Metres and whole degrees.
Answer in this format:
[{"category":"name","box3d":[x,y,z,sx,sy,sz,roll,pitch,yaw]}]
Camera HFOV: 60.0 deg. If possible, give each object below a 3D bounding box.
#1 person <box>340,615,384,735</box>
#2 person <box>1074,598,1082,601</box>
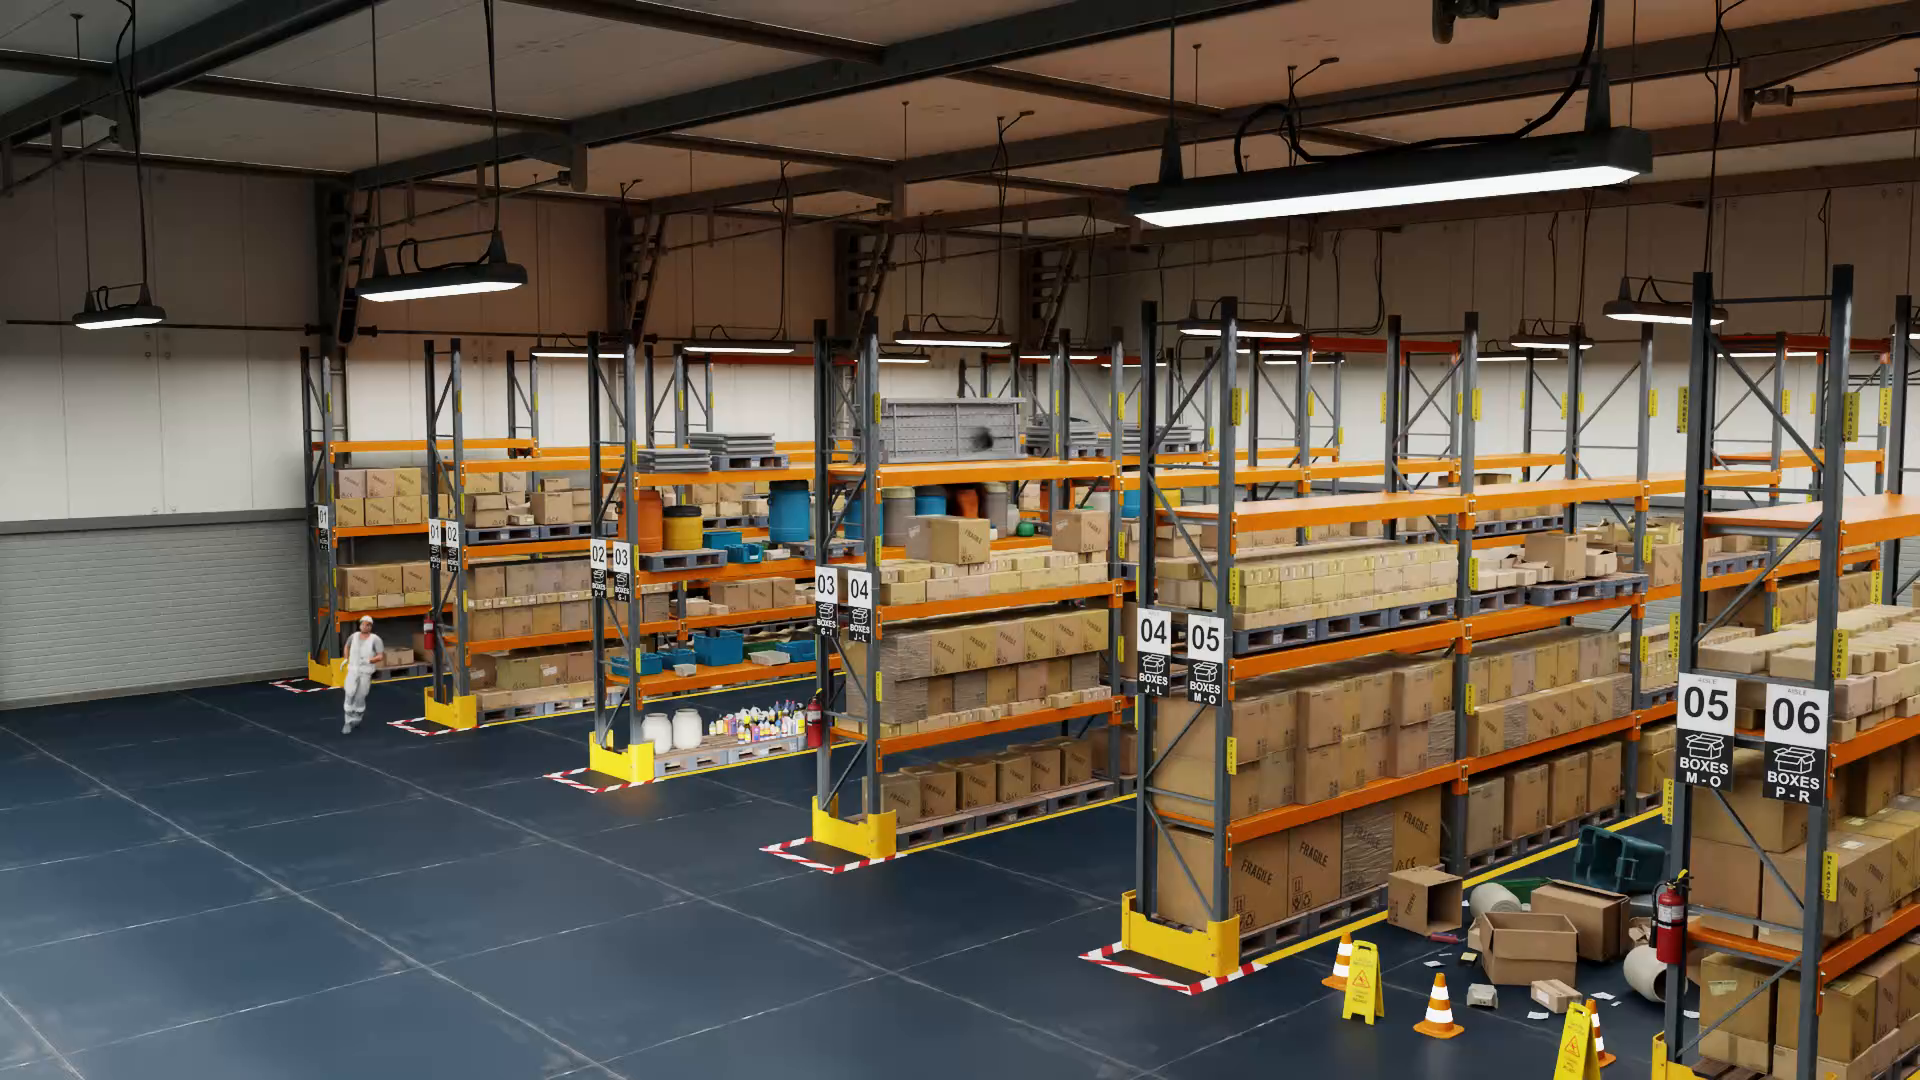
[{"category":"person","box3d":[-9.159,2.038,25.449,0.684,1.754,0.737,-1,5,-9]},{"category":"person","box3d":[2.486,1.450,32.176,0.642,1.834,0.763,5,7,43]}]
